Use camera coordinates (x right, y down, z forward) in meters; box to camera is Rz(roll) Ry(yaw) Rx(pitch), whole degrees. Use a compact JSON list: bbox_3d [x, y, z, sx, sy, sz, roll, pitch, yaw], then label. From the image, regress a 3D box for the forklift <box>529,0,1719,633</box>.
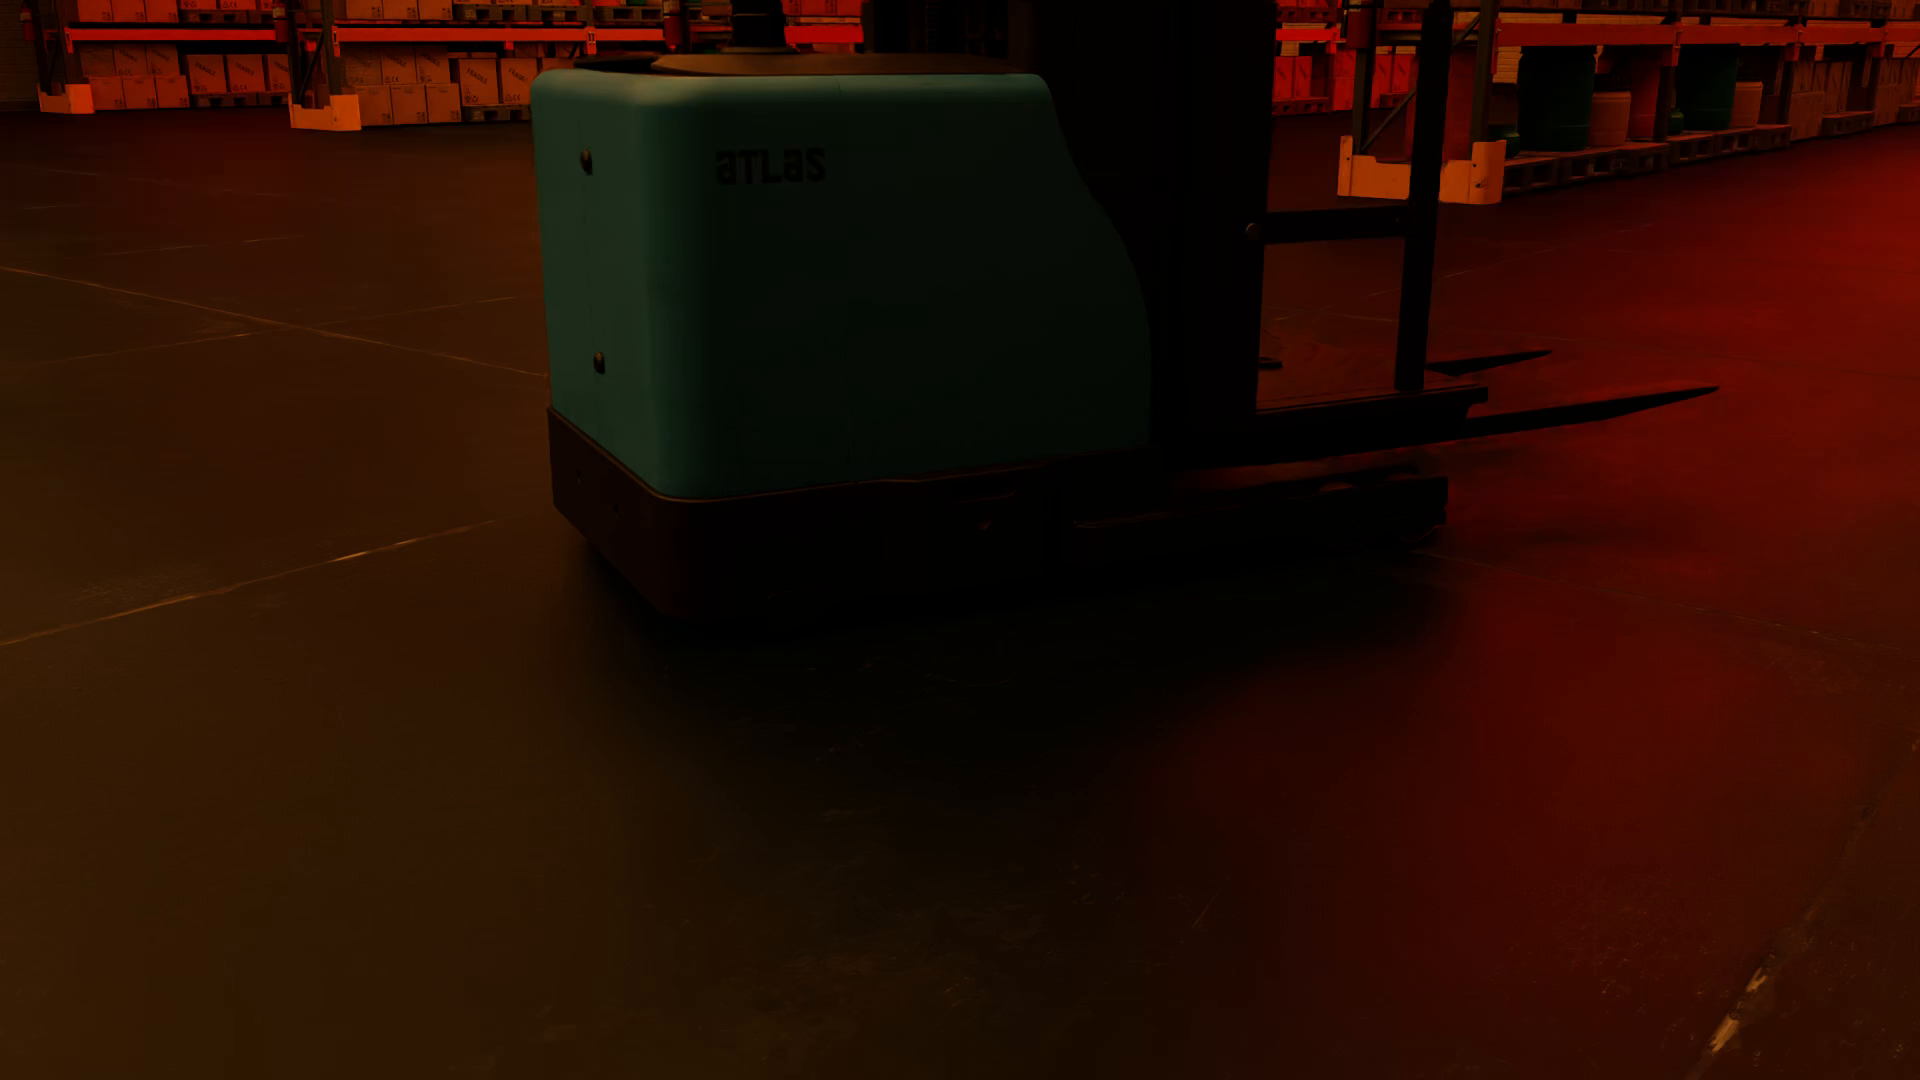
[{"bbox_3d":[0.580,-1.499,3.835,3.031,2.935,1.130,-8,19,-25],"label":"forklift"}]
